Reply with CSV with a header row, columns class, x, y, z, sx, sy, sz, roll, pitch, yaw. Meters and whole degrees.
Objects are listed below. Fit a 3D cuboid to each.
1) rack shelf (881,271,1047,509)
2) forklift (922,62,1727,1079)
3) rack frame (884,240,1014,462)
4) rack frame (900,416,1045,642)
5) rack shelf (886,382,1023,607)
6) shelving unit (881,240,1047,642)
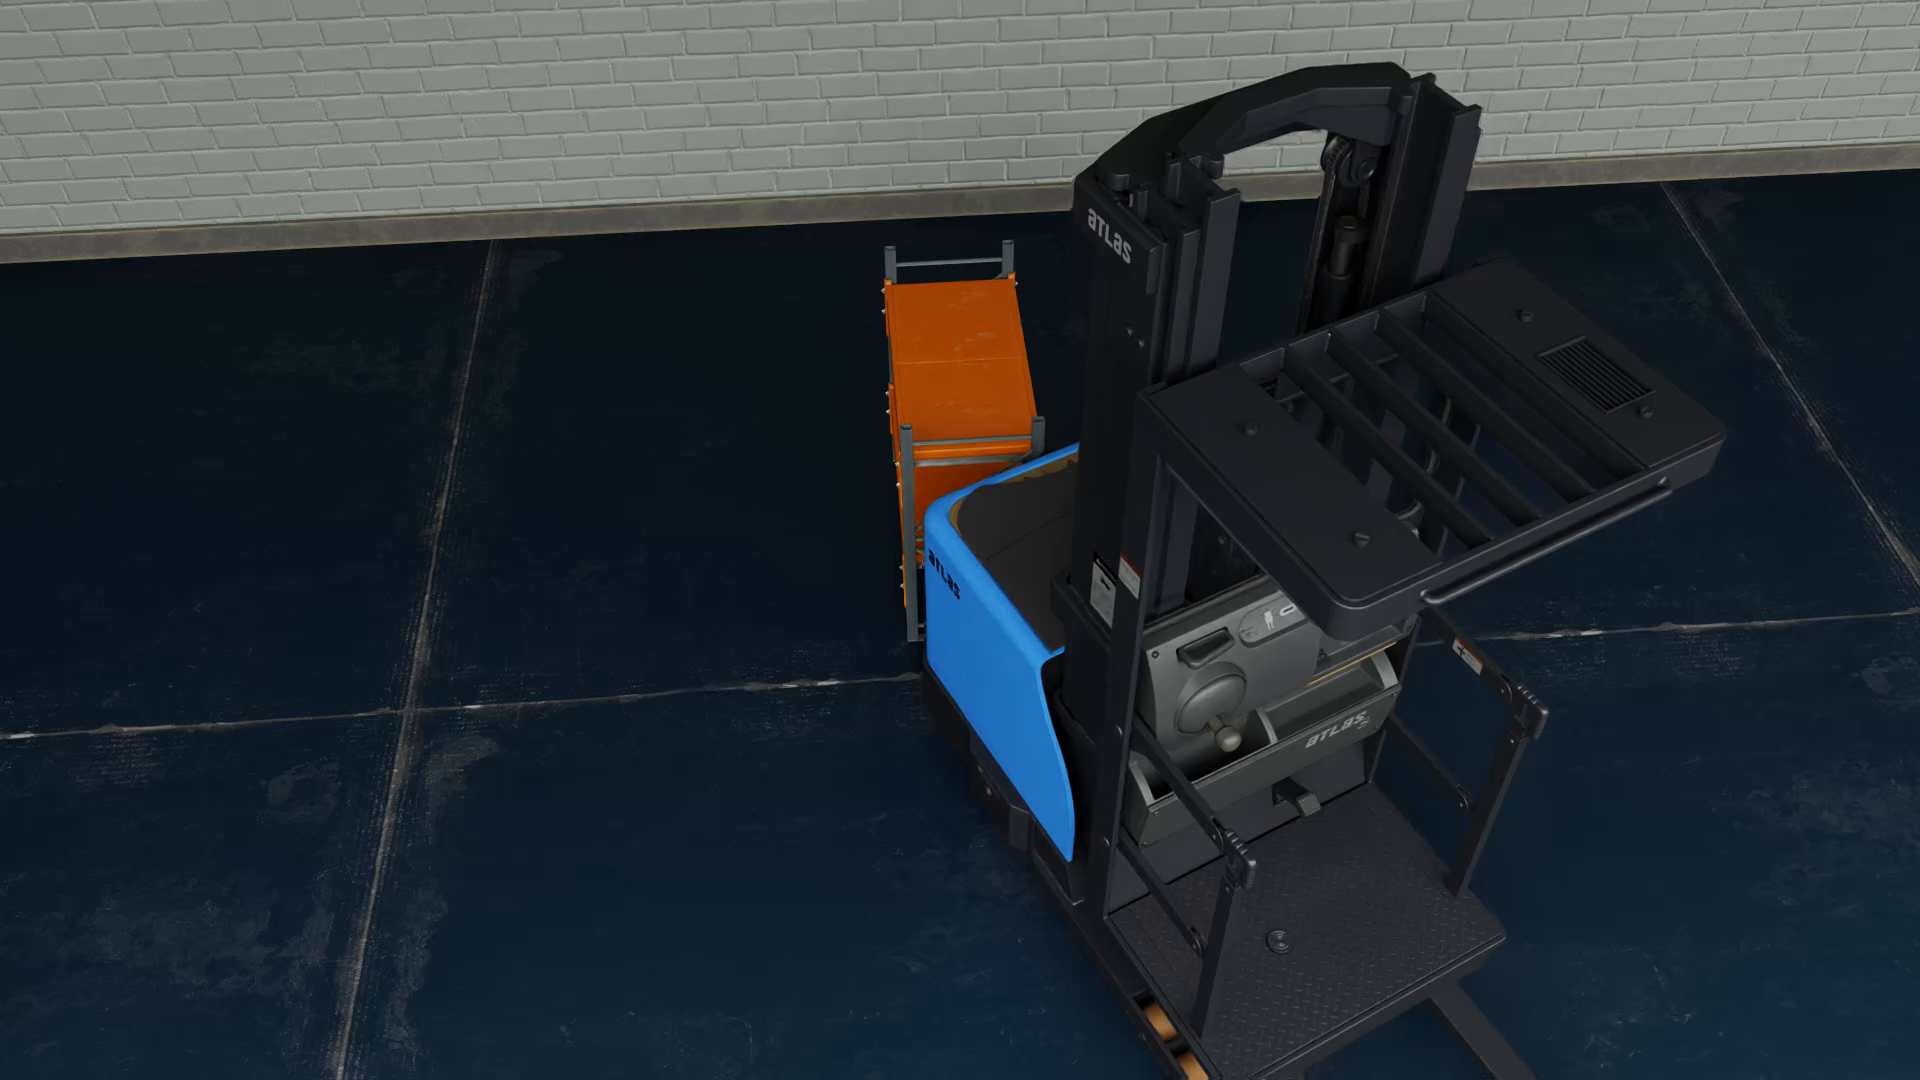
class,x,y,z,sx,sy,sz,roll,pitch,yaw
rack shelf,0.001,-0.583,6.261,0.538,0.278,1.000,-3,47,-3
forklift,1.022,0.370,4.517,1.130,2.935,3.031,-22,50,-20
rack frame,-0.042,-0.750,6.822,0.500,1.125,0.032,-3,47,-3
rack frame,0.043,-0.014,6.125,0.500,1.125,0.032,-3,47,-3
rack shelf,0.001,-0.214,6.651,0.538,0.278,1.000,-3,47,-3
shelving unit,0.001,-0.382,6.473,0.538,1.125,1.048,-3,47,-3
